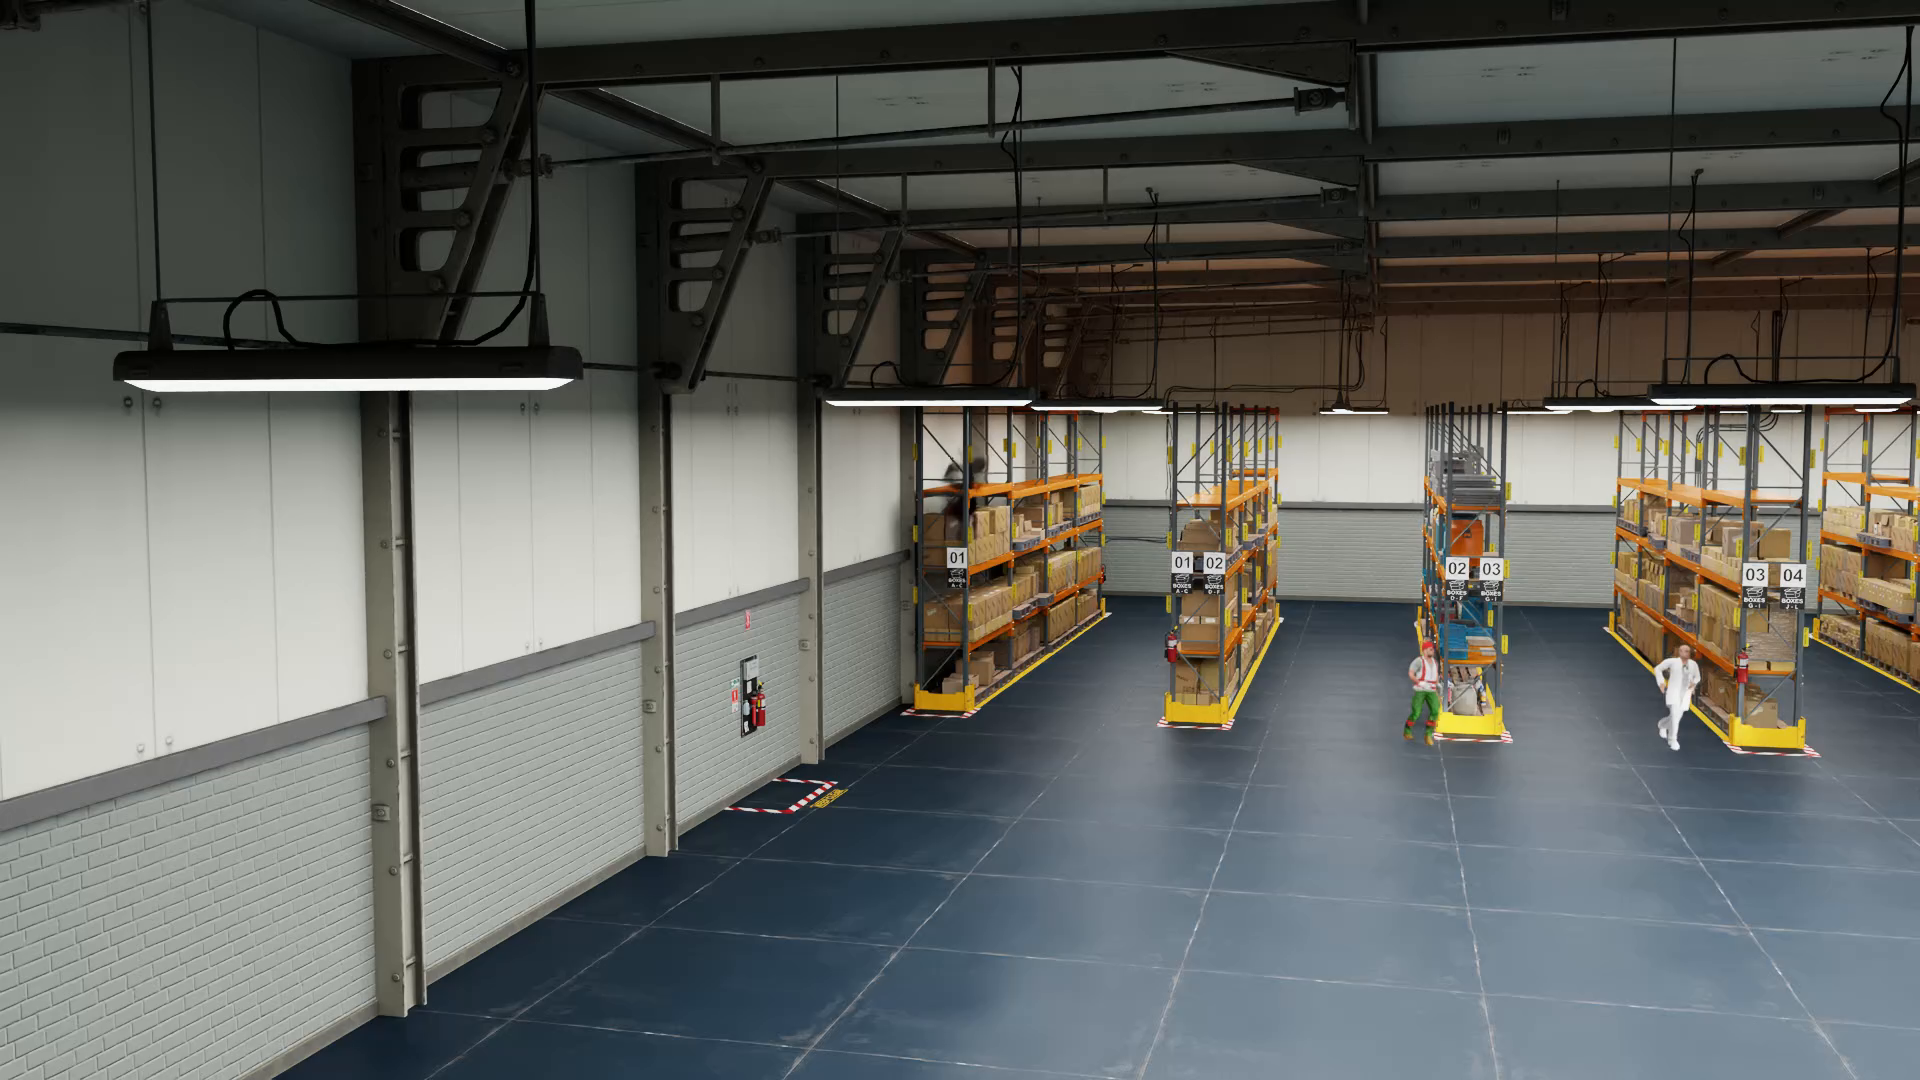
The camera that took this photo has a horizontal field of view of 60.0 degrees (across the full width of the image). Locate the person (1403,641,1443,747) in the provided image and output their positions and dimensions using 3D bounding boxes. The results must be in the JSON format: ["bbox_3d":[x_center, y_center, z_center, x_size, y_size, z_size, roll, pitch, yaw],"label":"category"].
[{"bbox_3d":[8.211,2.680,29.206,0.735,1.787,0.708,-1,4,-17],"label":"person"}]

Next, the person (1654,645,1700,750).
[{"bbox_3d":[12.560,2.719,29.073,0.750,1.784,0.959,0,4,-4],"label":"person"}]
